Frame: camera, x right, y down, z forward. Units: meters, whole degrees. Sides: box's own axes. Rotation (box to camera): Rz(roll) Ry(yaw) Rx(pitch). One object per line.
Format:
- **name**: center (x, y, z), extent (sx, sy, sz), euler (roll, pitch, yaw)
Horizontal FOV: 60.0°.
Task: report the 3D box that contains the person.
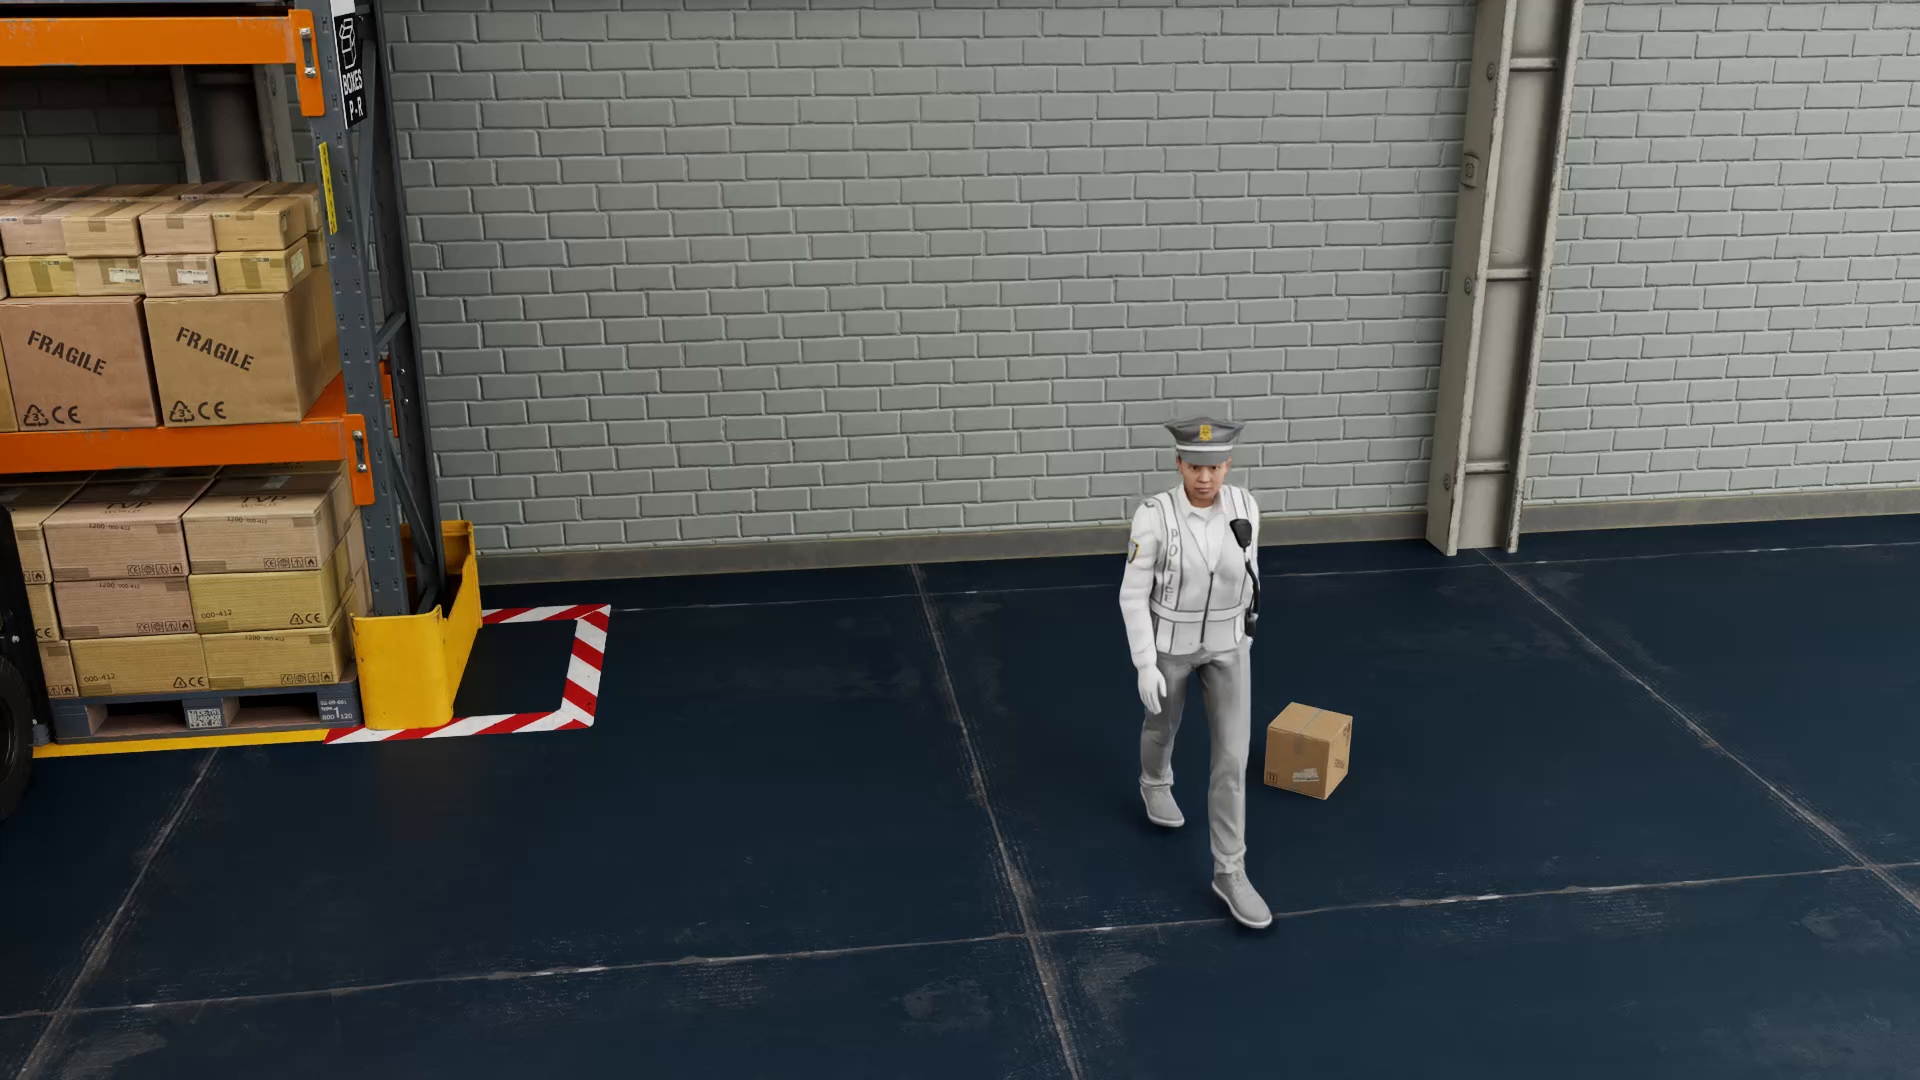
- **person**: center (0.780, 0.355, 5.546), extent (0.519, 1.624, 0.937), euler (-1, 20, -3)
